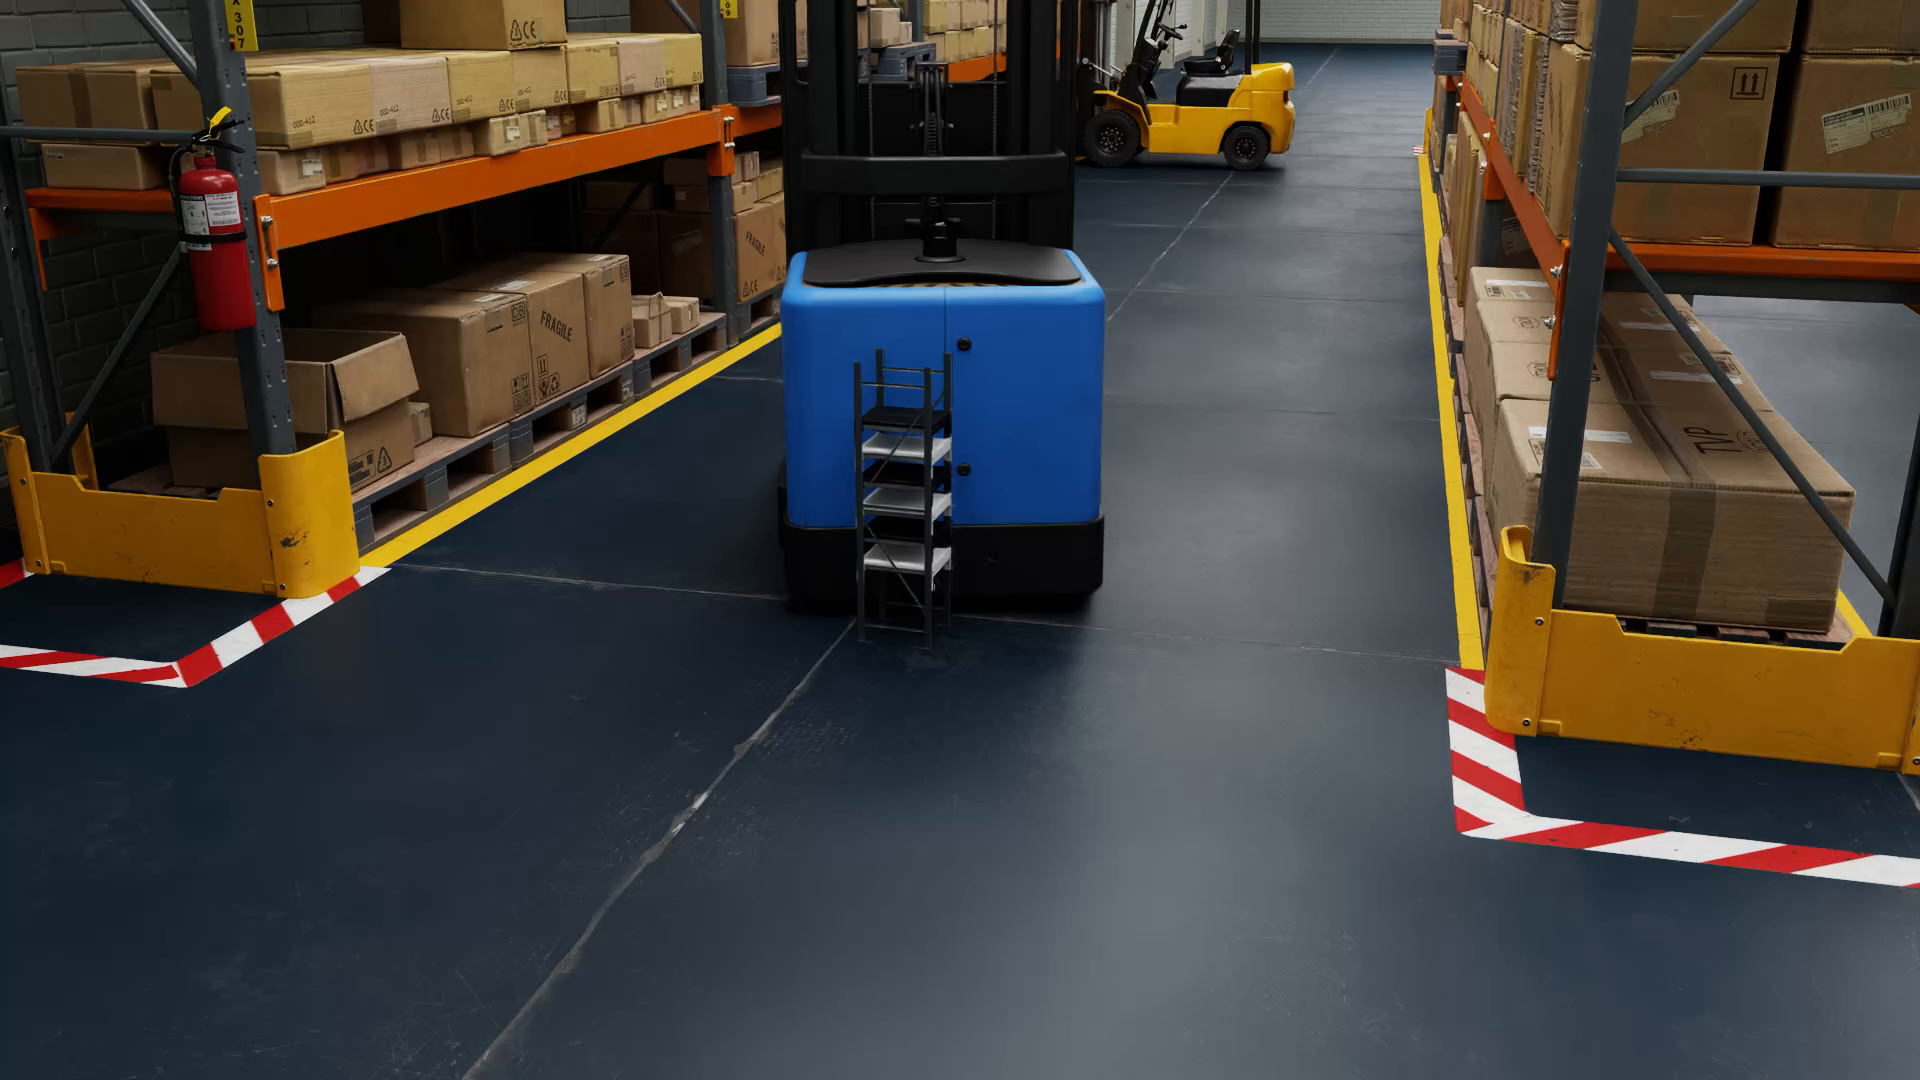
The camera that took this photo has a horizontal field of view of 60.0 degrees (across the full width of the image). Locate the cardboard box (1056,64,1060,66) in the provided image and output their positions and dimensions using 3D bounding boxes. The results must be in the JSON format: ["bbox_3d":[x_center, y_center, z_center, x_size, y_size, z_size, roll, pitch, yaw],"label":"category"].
[{"bbox_3d":[1.369,-5.508,19.731,0.500,0.250,0.500,5,20,15],"label":"cardboard box"}]

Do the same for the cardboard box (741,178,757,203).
[{"bbox_3d":[-1.414,-2.052,9.770,0.380,0.149,0.250,4,19,12],"label":"cardboard box"}]

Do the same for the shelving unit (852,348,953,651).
[{"bbox_3d":[-0.174,-0.124,5.157,0.258,0.900,0.210,6,20,15],"label":"shelving unit"}]

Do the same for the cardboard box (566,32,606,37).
[{"bbox_3d":[-2.135,-2.481,8.583,0.500,0.250,0.500,4,19,13],"label":"cardboard box"}]

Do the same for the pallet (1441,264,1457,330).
[{"bbox_3d":[3.473,-1.466,10.154,1.003,0.211,1.213,5,19,13],"label":"pallet"}]

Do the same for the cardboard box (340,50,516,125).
[{"bbox_3d":[-2.114,-1.799,6.587,0.500,0.250,0.500,4,19,12],"label":"cardboard box"}]

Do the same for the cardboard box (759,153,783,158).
[{"bbox_3d":[-1.111,-2.461,10.965,0.380,0.149,0.250,5,19,14],"label":"cardboard box"}]

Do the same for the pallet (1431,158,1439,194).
[{"bbox_3d":[5.146,-3.556,16.271,1.003,0.211,1.213,5,19,13],"label":"pallet"}]

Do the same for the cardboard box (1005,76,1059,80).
[{"bbox_3d":[0.759,-4.710,17.393,0.500,0.250,0.500,5,19,13],"label":"cardboard box"}]

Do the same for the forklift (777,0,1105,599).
[{"bbox_3d":[-0.130,-1.624,6.406,1.130,2.935,3.031,-1,19,-3],"label":"forklift"}]

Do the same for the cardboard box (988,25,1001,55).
[{"bbox_3d":[0.064,-4.492,14.930,0.500,0.250,0.500,5,19,14],"label":"cardboard box"}]

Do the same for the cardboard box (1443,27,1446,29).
[{"bbox_3d":[5.412,-5.474,17.961,0.380,0.149,0.250,5,19,14],"label":"cardboard box"}]

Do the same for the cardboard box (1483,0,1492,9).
[{"bbox_3d":[3.302,-3.318,9.560,0.500,0.500,0.500,5,19,14],"label":"cardboard box"}]

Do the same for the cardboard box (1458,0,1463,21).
[{"bbox_3d":[3.996,-4.122,12.351,0.500,0.500,0.500,4,19,13],"label":"cardboard box"}]

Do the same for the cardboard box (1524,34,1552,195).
[{"bbox_3d":[2.199,-1.438,5.603,0.500,0.500,0.500,5,20,15],"label":"cardboard box"}]

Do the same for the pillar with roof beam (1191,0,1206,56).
[{"bbox_3d":[10.174,-16.181,39.638,9.100,9.000,0.400,5,19,13],"label":"pillar with roof beam"}]

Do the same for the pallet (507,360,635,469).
[{"bbox_3d":[-2.217,-0.627,7.696,1.003,0.211,1.213,5,19,13],"label":"pallet"}]

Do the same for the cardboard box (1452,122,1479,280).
[{"bbox_3d":[3.568,-2.112,10.368,0.875,0.875,0.875,5,19,14],"label":"cardboard box"}]

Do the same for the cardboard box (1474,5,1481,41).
[{"bbox_3d":[3.548,-3.273,10.586,0.500,0.250,0.500,5,20,15],"label":"cardboard box"}]

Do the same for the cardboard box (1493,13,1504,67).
[{"bbox_3d":[2.934,-2.477,8.259,0.500,0.250,0.500,5,19,13],"label":"cardboard box"}]

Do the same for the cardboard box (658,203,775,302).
[{"bbox_3d":[-1.416,-1.695,9.727,0.500,0.500,0.500,6,20,16],"label":"cardboard box"}]

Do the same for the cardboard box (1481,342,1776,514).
[{"bbox_3d":[2.364,-0.389,6.001,0.875,0.438,0.875,5,20,15],"label":"cardboard box"}]

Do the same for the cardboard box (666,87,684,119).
[{"bbox_3d":[-1.628,-2.223,8.444,0.380,0.149,0.250,5,20,15],"label":"cardboard box"}]

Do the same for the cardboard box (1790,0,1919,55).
[{"bbox_3d":[2.478,-1.549,4.381,0.500,0.500,0.500,4,19,12],"label":"cardboard box"}]

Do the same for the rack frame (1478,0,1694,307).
[{"bbox_3d":[3.062,-2.154,7.854,1.000,3.000,0.127,5,19,13],"label":"rack frame"}]

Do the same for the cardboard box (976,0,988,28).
[{"bbox_3d":[-0.061,-4.566,14.373,0.500,0.250,0.500,5,19,14],"label":"cardboard box"}]

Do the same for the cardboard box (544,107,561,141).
[{"bbox_3d":[-1.980,-1.824,7.276,0.380,0.149,0.250,5,19,13],"label":"cardboard box"}]

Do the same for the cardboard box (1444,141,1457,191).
[{"bbox_3d":[4.718,-3.227,14.410,0.950,0.372,0.625,6,20,17],"label":"cardboard box"}]

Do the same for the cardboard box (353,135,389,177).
[{"bbox_3d":[-2.336,-1.422,6.100,0.380,0.149,0.250,4,19,13],"label":"cardboard box"}]

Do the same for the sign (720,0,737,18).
[{"bbox_3d":[-1.224,-2.914,8.740,0.100,0.325,0.005,5,19,13],"label":"sign"}]

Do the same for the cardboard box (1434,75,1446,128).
[{"bbox_3d":[5.269,-4.609,17.484,0.500,0.500,0.500,5,19,14],"label":"cardboard box"}]

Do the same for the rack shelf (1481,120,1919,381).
[{"bbox_3d":[2.573,-1.187,6.135,1.077,0.370,4.000,5,19,13],"label":"rack shelf"}]

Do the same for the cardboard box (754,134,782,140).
[{"bbox_3d":[-1.296,-2.902,12.256,0.380,0.149,0.250,5,20,15],"label":"cardboard box"}]

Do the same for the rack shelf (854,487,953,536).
[{"bbox_3d":[-0.174,-0.093,5.167,0.258,0.077,0.200,6,20,15],"label":"rack shelf"}]

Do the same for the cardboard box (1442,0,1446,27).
[{"bbox_3d":[5.362,-5.655,17.487,0.500,0.500,0.500,4,19,12],"label":"cardboard box"}]

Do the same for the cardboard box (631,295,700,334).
[{"bbox_3d":[-1.604,-1.197,8.812,0.380,0.149,0.250,4,19,12],"label":"cardboard box"}]

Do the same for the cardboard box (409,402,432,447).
[{"bbox_3d":[-2.347,-0.455,6.641,0.380,0.149,0.250,4,19,11],"label":"cardboard box"}]

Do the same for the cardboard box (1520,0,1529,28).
[{"bbox_3d":[2.445,-2.227,6.366,0.500,0.500,0.500,5,19,14],"label":"cardboard box"}]

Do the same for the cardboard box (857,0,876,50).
[{"bbox_3d":[-0.995,-3.520,11.044,0.797,0.503,0.637,4,19,12],"label":"cardboard box"}]

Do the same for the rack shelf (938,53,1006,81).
[{"bbox_3d":[-0.287,-4.085,14.621,1.077,0.370,4.000,5,19,13],"label":"rack shelf"}]

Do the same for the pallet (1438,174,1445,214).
[{"bbox_3d":[4.827,-3.098,14.931,1.003,0.211,1.213,5,19,13],"label":"pallet"}]

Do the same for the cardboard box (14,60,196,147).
[{"bbox_3d":[-2.875,-1.526,5.788,0.500,0.250,0.500,5,20,15],"label":"cardboard box"}]

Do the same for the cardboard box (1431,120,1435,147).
[{"bbox_3d":[5.396,-4.423,18.100,0.500,0.250,0.500,5,20,15],"label":"cardboard box"}]

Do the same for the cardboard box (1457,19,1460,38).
[{"bbox_3d":[3.974,-3.860,12.586,0.380,0.149,0.250,4,19,11],"label":"cardboard box"}]

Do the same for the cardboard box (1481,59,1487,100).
[{"bbox_3d":[3.194,-2.560,9.274,0.500,0.250,0.500,4,19,12],"label":"cardboard box"}]

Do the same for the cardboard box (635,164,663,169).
[{"bbox_3d":[-1.795,-2.248,10.343,0.380,0.149,0.250,4,19,11],"label":"cardboard box"}]

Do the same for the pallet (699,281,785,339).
[{"bbox_3d":[-1.590,-1.484,10.205,1.003,0.211,1.213,5,19,13],"label":"pallet"}]

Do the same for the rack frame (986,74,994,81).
[{"bbox_3d":[0.202,-5.053,16.340,1.000,3.000,0.127,5,19,13],"label":"rack frame"}]
